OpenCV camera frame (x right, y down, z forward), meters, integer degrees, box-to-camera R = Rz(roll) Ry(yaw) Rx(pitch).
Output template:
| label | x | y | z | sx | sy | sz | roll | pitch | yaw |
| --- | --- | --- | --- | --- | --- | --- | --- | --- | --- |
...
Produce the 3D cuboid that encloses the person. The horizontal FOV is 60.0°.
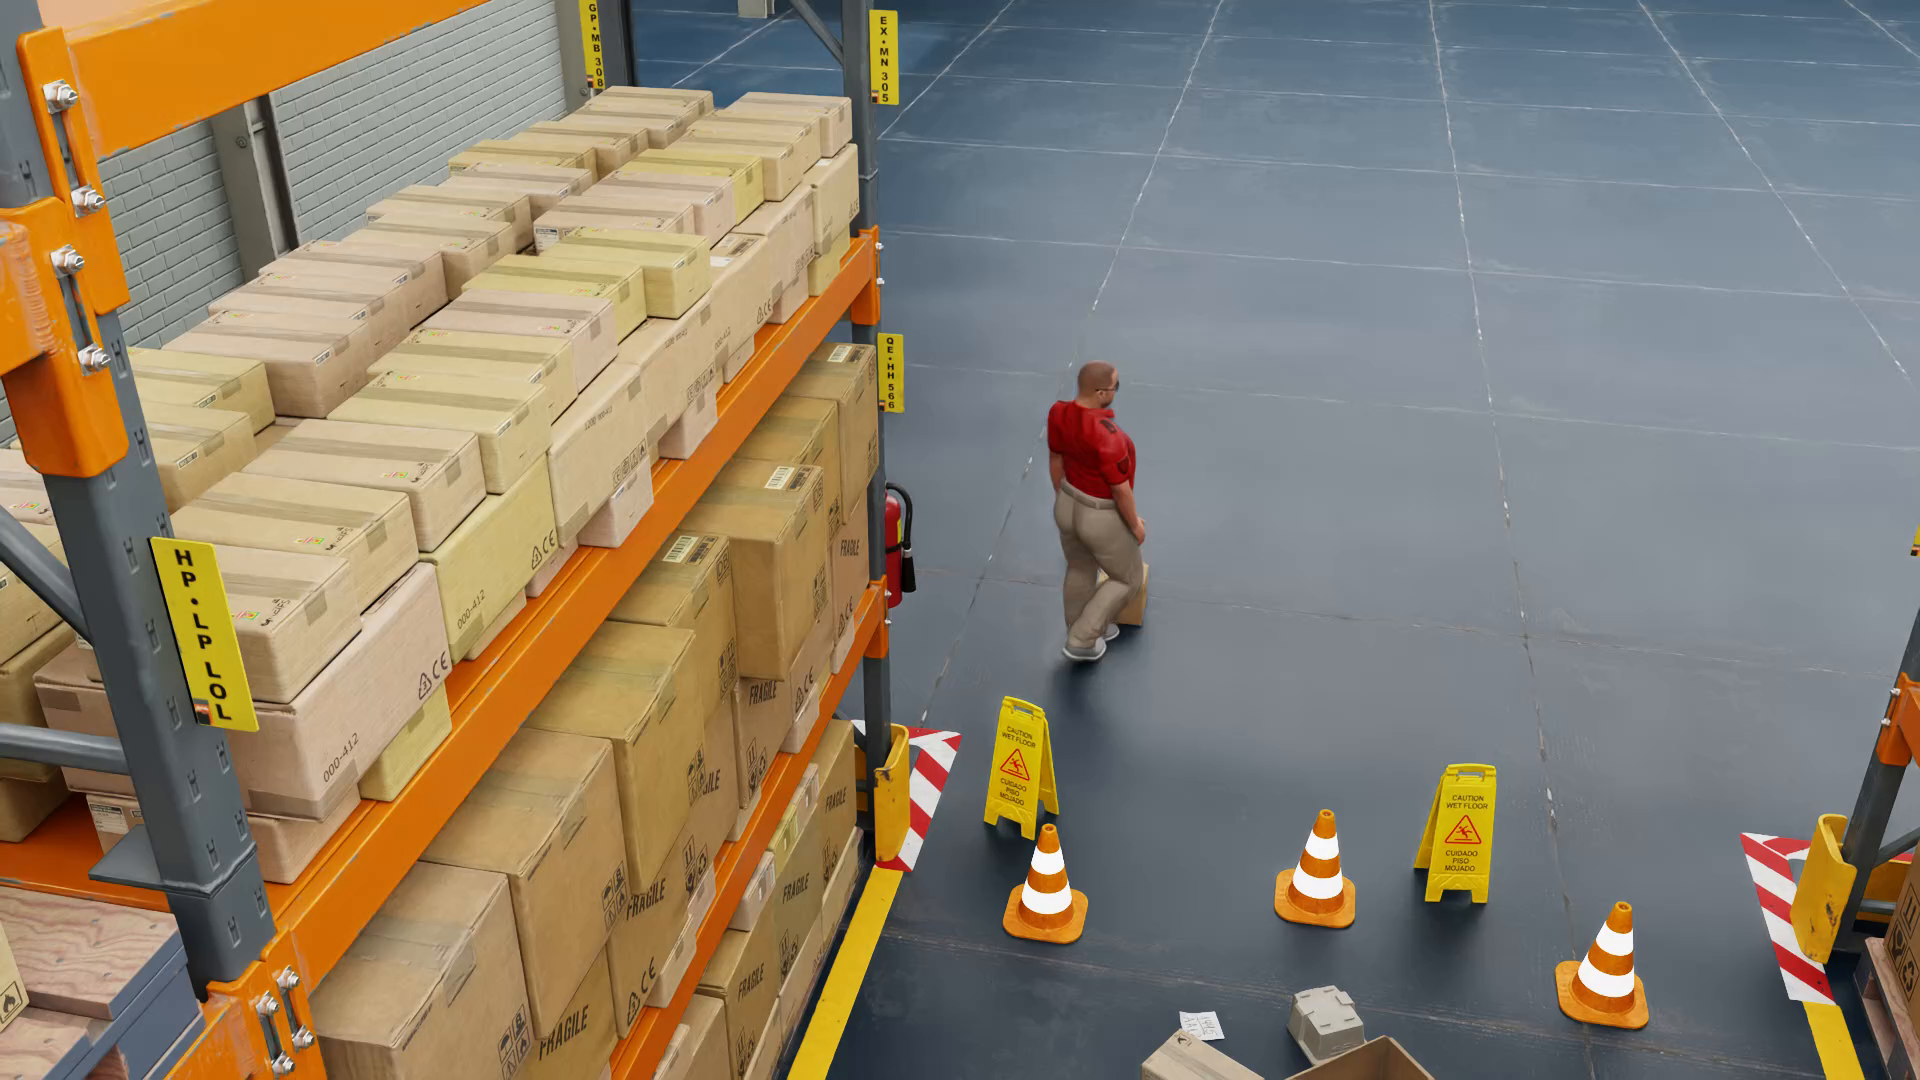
| label | x | y | z | sx | sy | sz | roll | pitch | yaw |
| --- | --- | --- | --- | --- | --- | --- | --- | --- | --- |
| person | 0.705 | -0.139 | 8.399 | 0.538 | 1.721 | 0.561 | -21 | 35 | -33 |
